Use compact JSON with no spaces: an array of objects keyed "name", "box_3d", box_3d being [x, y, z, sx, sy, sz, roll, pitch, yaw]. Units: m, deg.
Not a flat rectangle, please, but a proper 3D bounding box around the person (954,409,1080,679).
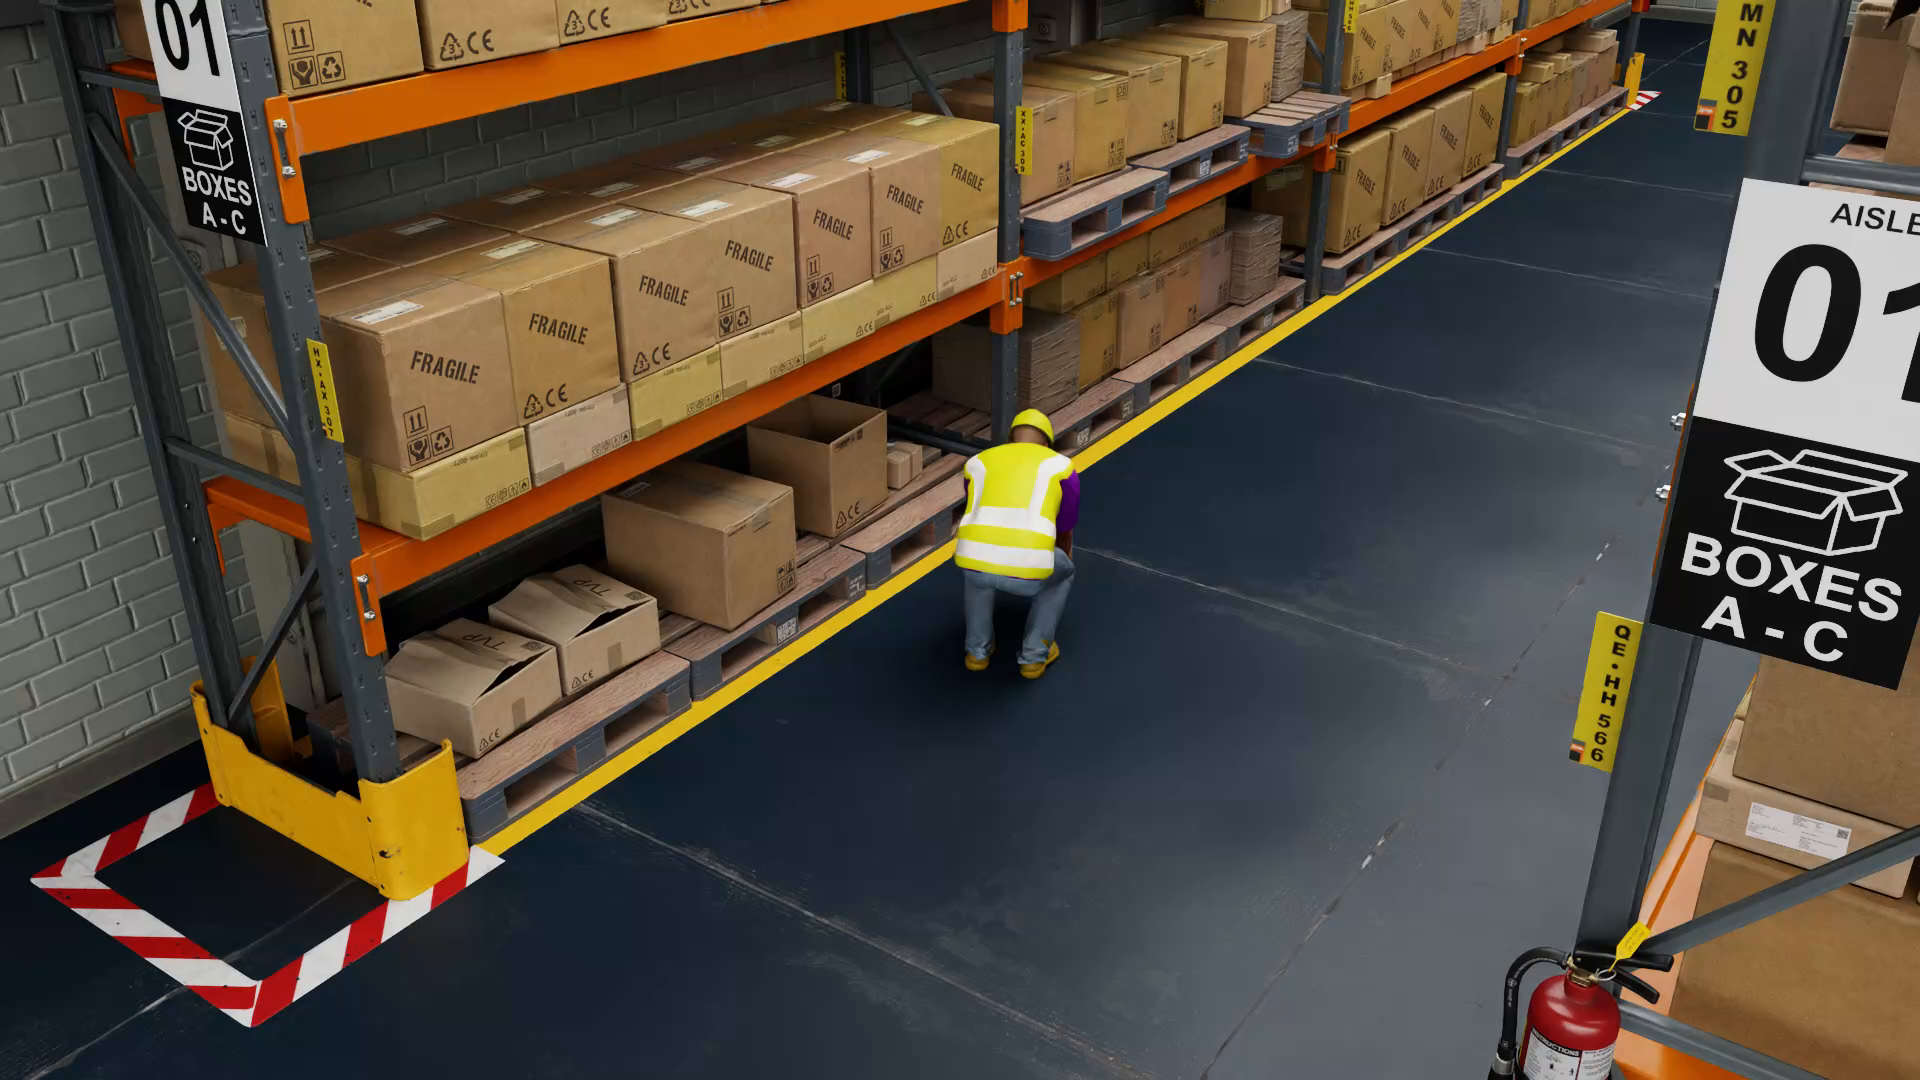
[{"name":"person","box_3d":[0.243,0.023,7.388,0.532,1.011,0.927,7,28,14]}]
